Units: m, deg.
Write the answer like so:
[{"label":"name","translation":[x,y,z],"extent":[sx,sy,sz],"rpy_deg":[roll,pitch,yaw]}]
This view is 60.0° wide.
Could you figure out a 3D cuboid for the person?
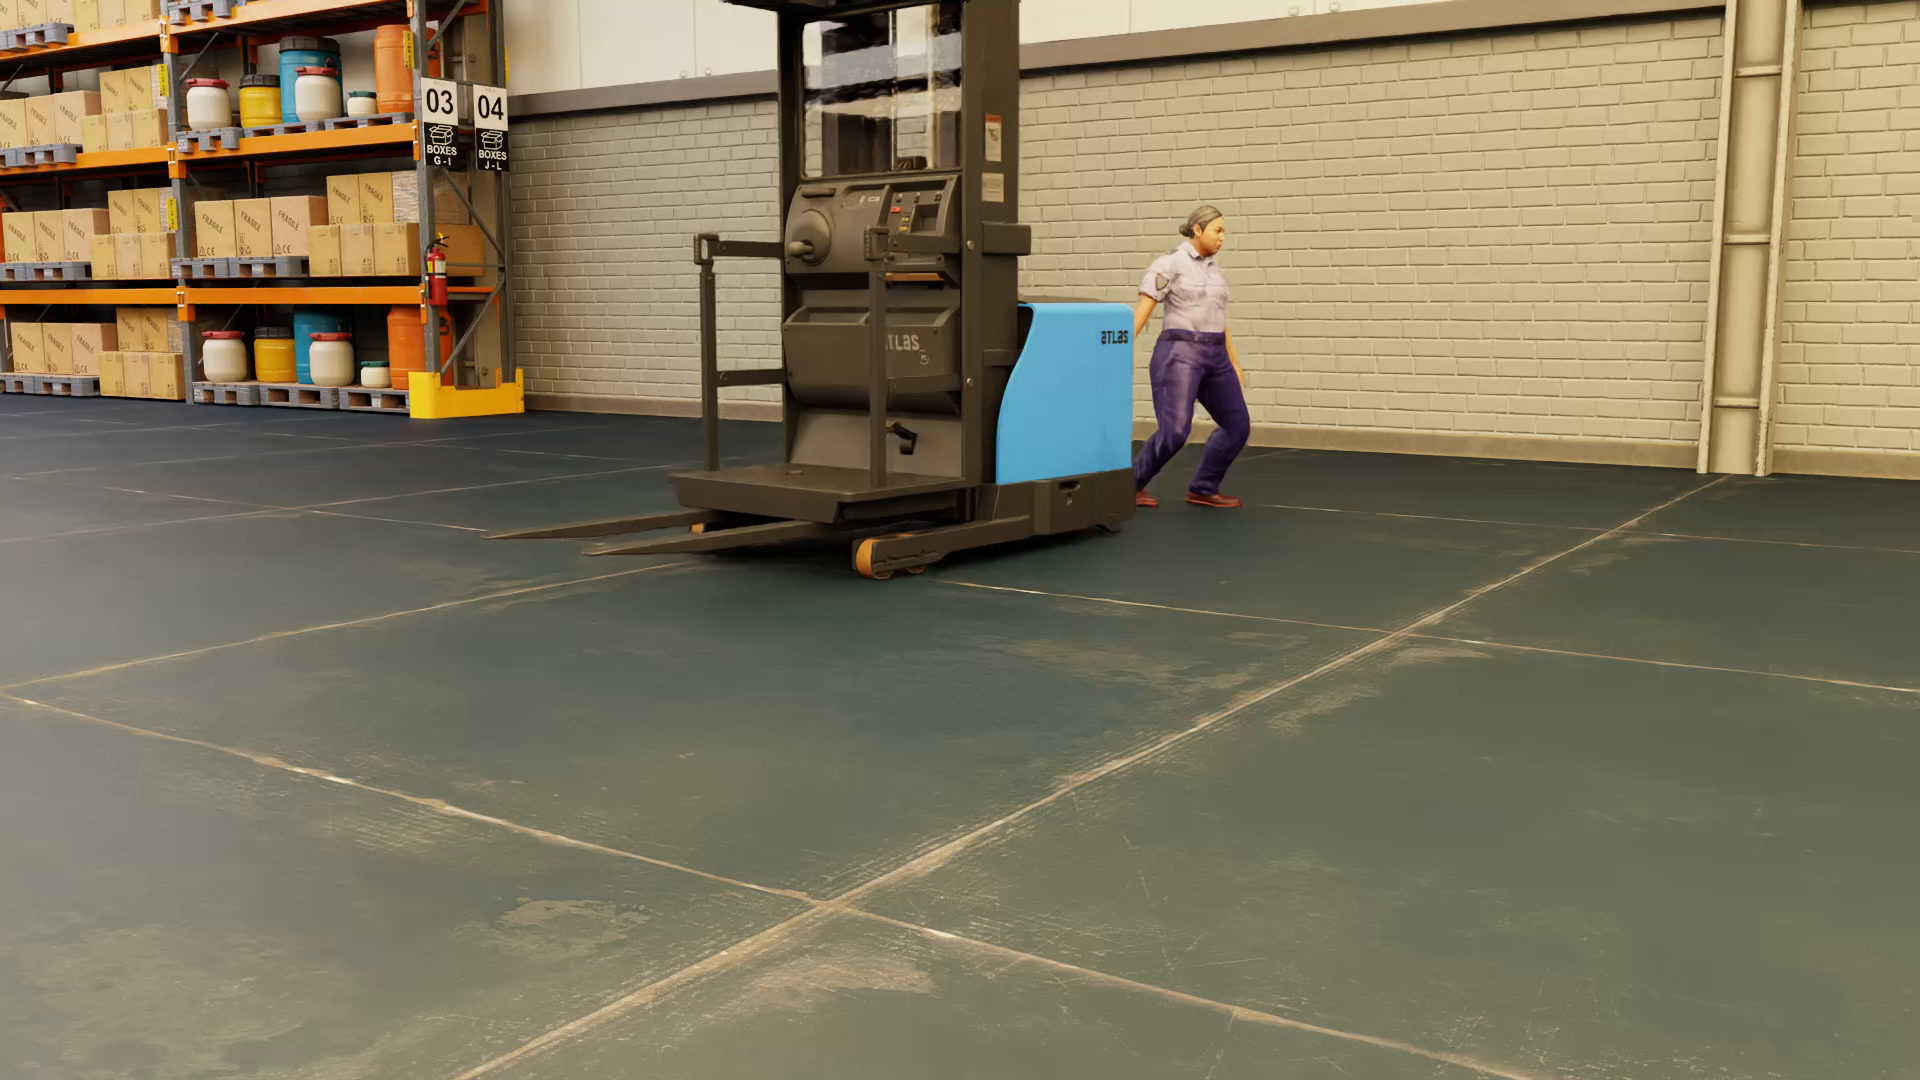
[{"label":"person","translation":[1.137,-0.921,8.597],"extent":[0.819,1.563,0.484],"rpy_deg":[-6,10,-35]}]

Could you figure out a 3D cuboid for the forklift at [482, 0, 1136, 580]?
[{"label":"forklift","translation":[-0.520,-1.374,6.853],"extent":[1.130,2.935,3.031],"rpy_deg":[7,11,40]}]
